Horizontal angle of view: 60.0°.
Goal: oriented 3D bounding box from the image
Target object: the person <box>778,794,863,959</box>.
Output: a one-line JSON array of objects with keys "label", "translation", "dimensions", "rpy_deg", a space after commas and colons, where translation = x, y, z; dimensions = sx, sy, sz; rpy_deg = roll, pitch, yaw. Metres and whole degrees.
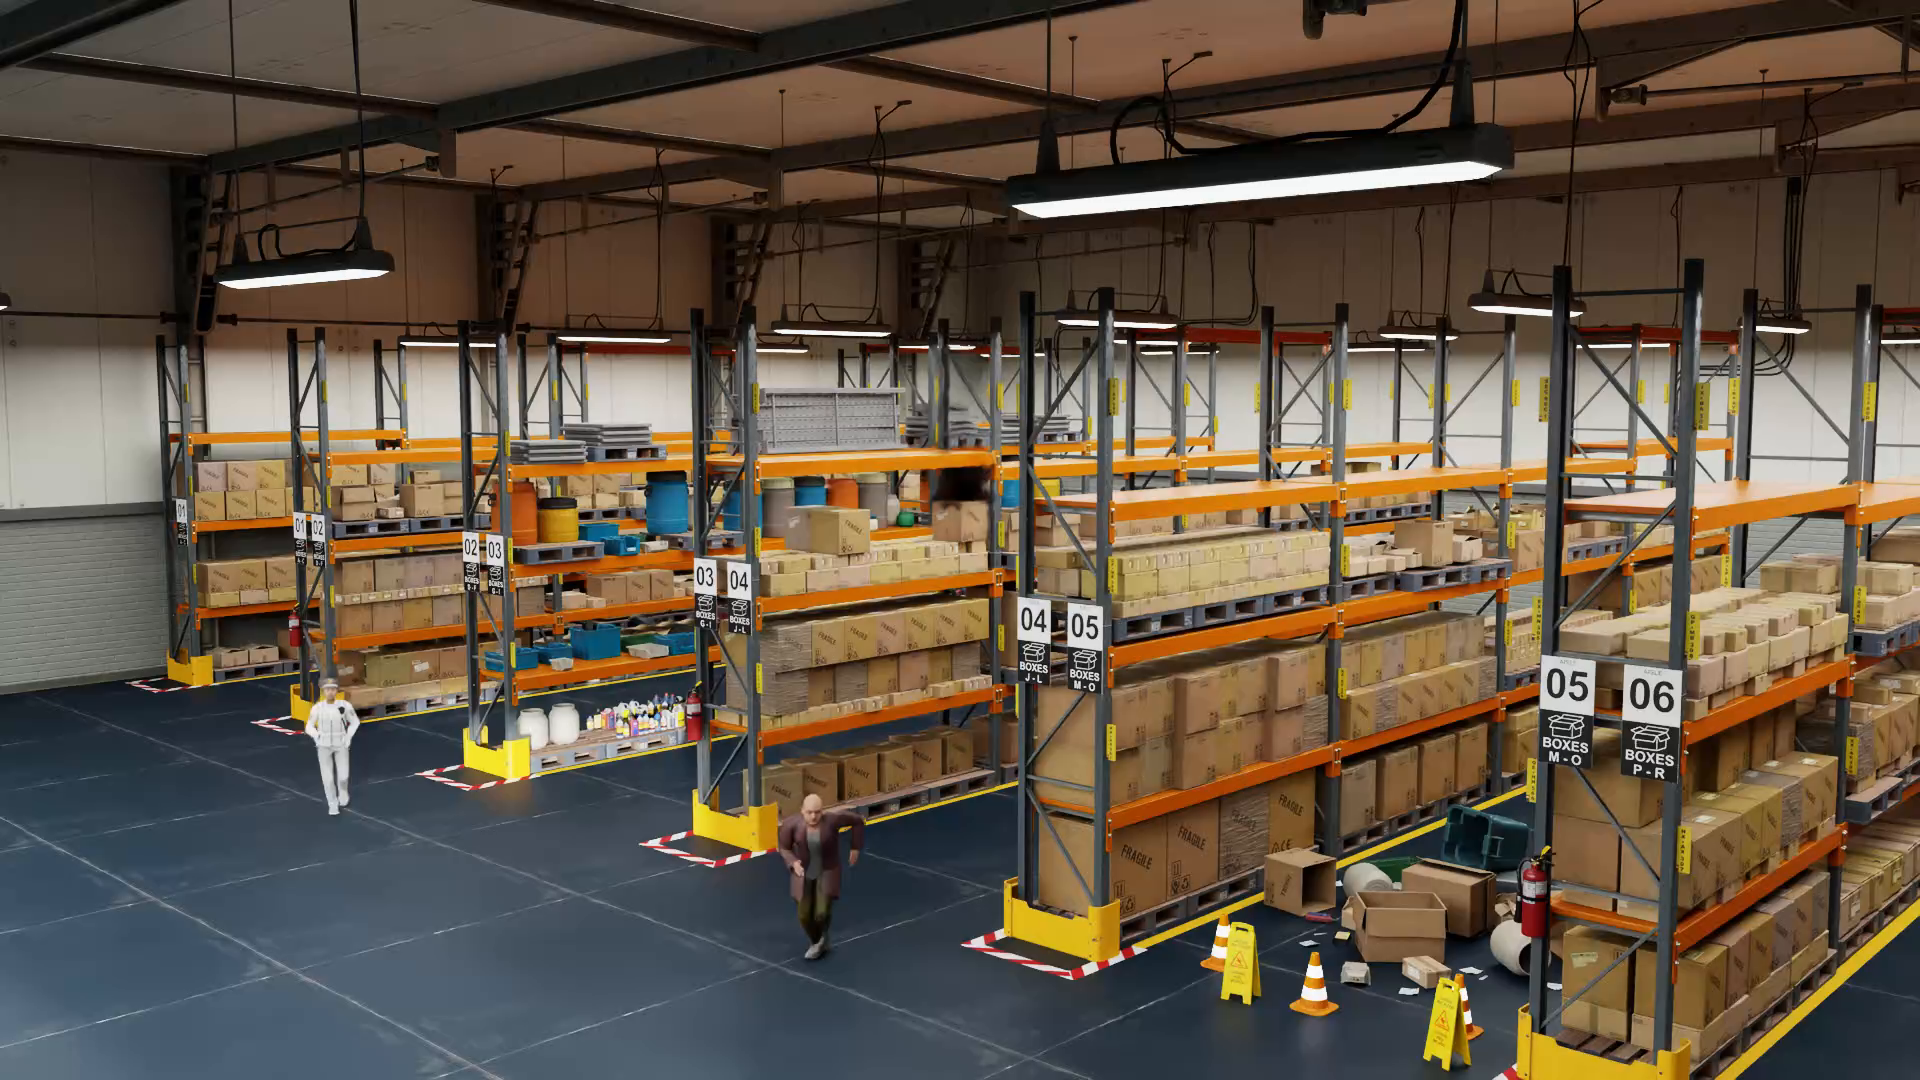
[{"label": "person", "translation": [-1.229, 2.987, 14.716], "dimensions": [0.738, 1.606, 0.904], "rpy_deg": [0, 5, 1]}]

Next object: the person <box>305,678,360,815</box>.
[{"label": "person", "translation": [-7.518, 2.469, 19.938], "dimensions": [0.610, 1.650, 0.564], "rpy_deg": [-2, 6, -19]}]

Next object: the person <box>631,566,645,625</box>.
[{"label": "person", "translation": [-6.462, 1.203, 33.313], "dimensions": [0.586, 1.649, 0.690], "rpy_deg": [4, 6, 33]}]
